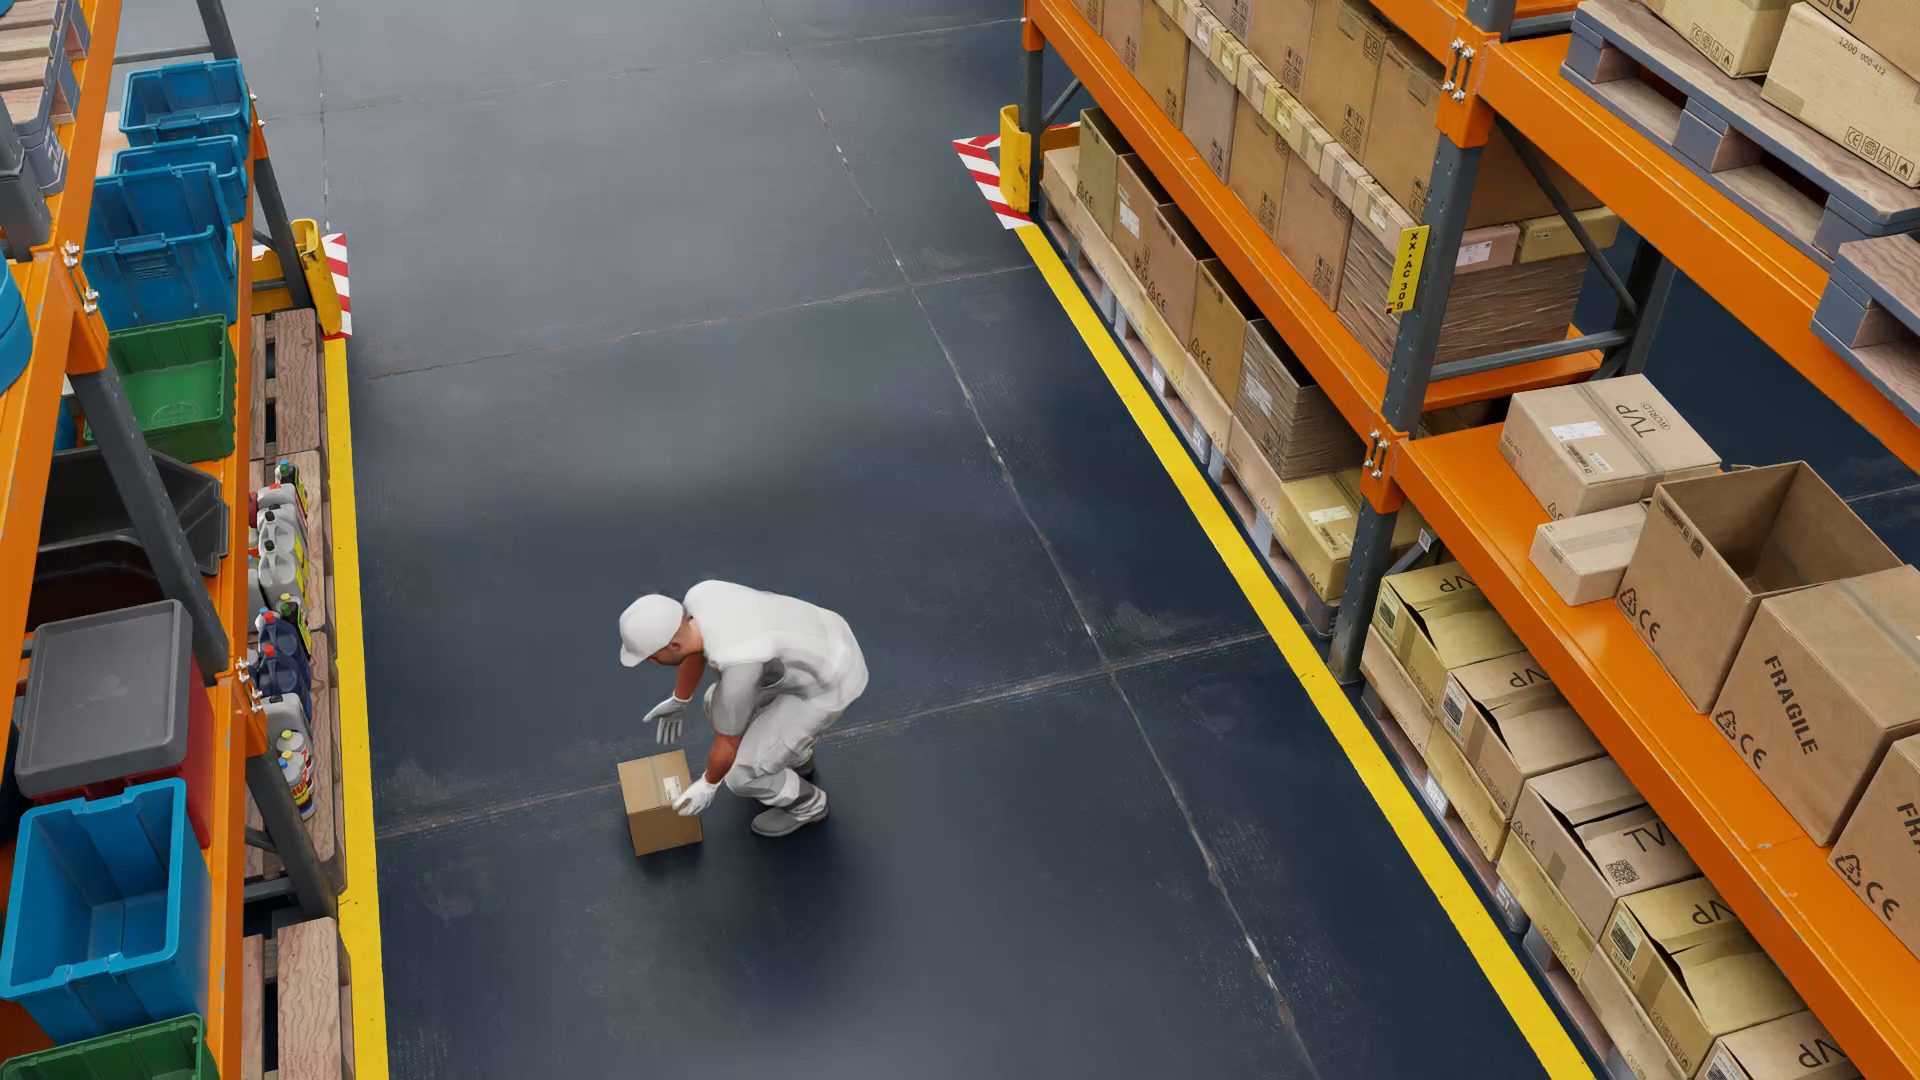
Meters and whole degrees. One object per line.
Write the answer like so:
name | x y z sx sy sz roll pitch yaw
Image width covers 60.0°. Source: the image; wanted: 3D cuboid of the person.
person | -0.742 0.581 5.935 0.845 1.201 0.584 -12 43 -13
